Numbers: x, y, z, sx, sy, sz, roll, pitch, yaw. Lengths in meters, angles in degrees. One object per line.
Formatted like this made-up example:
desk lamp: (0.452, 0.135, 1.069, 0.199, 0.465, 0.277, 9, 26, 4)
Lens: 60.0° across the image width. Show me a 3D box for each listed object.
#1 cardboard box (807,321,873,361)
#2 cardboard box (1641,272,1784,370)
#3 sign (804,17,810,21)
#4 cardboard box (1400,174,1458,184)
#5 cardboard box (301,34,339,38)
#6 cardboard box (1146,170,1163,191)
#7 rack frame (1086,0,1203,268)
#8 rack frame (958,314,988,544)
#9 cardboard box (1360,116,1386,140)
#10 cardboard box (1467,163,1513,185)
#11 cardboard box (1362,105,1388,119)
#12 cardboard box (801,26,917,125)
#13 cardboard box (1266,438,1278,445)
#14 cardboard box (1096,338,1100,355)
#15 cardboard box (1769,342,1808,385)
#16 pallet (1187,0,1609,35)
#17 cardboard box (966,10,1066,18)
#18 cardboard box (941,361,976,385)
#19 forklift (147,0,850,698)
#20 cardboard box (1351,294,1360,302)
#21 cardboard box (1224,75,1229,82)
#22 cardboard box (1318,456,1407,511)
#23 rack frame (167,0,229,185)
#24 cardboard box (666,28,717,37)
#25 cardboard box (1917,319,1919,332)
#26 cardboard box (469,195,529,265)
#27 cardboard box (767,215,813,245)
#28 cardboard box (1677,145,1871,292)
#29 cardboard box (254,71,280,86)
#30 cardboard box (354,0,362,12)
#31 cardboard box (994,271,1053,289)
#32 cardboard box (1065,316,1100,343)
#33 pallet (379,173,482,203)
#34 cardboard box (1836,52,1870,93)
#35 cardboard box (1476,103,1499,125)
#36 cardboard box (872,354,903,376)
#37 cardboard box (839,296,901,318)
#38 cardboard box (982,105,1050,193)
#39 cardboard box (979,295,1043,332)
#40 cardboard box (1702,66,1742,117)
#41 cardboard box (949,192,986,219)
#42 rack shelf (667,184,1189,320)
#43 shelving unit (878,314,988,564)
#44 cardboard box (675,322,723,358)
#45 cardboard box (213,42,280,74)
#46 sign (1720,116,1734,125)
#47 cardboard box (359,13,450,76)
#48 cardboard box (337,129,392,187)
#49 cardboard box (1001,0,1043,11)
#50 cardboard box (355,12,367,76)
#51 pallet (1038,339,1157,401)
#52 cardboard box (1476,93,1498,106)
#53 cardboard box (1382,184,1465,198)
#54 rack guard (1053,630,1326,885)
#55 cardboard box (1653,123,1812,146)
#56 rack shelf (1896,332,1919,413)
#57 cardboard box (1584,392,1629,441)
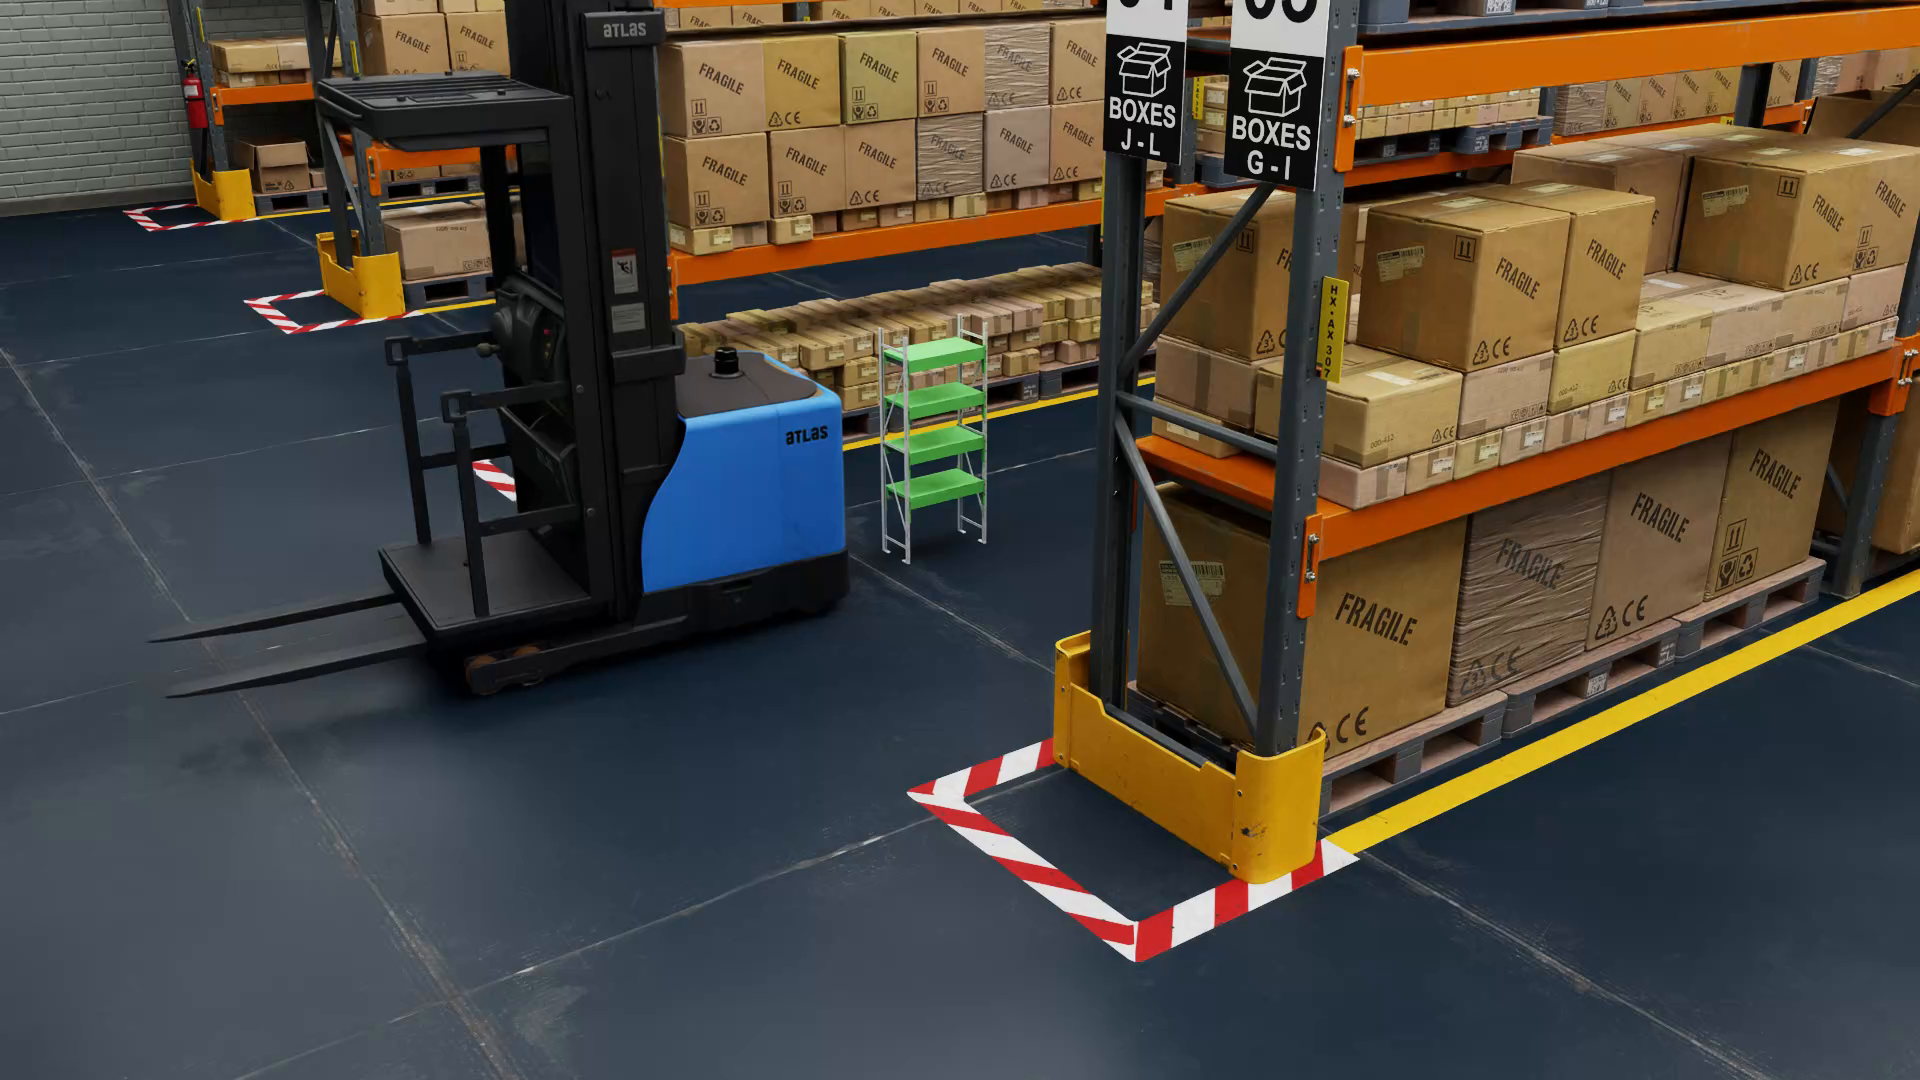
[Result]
cardboard box: (-0.756, -1.251, 10.462, 0.250, 0.149, 0.380, -16, 27, -35)
cardboard box: (3.058, -0.925, 6.968, 0.500, 0.250, 0.500, -14, 26, -32)
sign: (-1.366, -4.508, 14.871, 0.005, 0.325, 0.100, -15, 26, -33)
cardboard box: (3.827, -2.940, 14.011, 0.500, 0.250, 0.500, -16, 27, -35)
cardboard box: (-6.798, -5.327, 18.000, 0.500, 0.250, 0.500, -14, 26, -31)
cardboard box: (1.186, -2.519, 11.501, 0.250, 0.149, 0.380, -15, 26, -33)
rack frame: (1.281, -2.768, 11.786, 0.127, 3.000, 1.000, -15, 26, -33)
rack frame: (0.064, -0.574, 8.717, 0.015, 1.200, 0.240, -15, 26, -33)
cardboard box: (2.927, -3.078, 12.334, 0.250, 0.149, 0.380, -15, 26, -34)
cardboard box: (5.075, -2.889, 14.557, 0.750, 0.750, 1.050, -15, 26, -34)
cardboard box: (2.932, -3.217, 12.282, 0.250, 0.149, 0.380, -15, 26, -34)
cardboard box: (-0.605, -2.786, 9.945, 0.500, 0.500, 0.500, -16, 27, -34)
cardboard box: (1.156, -0.505, 6.452, 0.250, 0.149, 0.380, -15, 26, -32)
cardboard box: (0.902, -1.421, 11.689, 0.250, 0.149, 0.380, -14, 26, -31)
cardboard box: (3.414, -0.806, 7.208, 0.250, 0.149, 0.380, -14, 26, -32)
pallet: (1.445, -1.904, 5.693, 1.213, 0.211, 1.003, -15, 26, -33)
cardboard box: (0.361, -3.276, 11.173, 0.500, 0.500, 0.500, -16, 27, -34)
cardboard box: (-0.106, -1.129, 10.959, 0.250, 0.149, 0.380, -15, 26, -33)
forklift: (-2.067, -0.911, 7.225, 3.031, 2.935, 1.130, -12, 25, -28)
cardboard box: (1.913, -0.861, 6.809, 0.500, 0.250, 0.500, -16, 27, -35)
cardboard box: (1.922, -3.382, 12.295, 0.250, 0.149, 0.380, -16, 27, -35)
cardboard box: (1.330, -0.249, 5.812, 0.250, 0.149, 0.380, -15, 26, -32)
rack frame: (-7.840, -4.862, 17.034, 0.127, 3.000, 1.000, -15, 26, -33)
cardboard box: (-1.739, -2.725, 9.793, 0.500, 0.500, 0.500, -16, 27, -34)
cardboard box: (4.615, -1.325, 8.034, 0.500, 0.500, 0.500, -15, 26, -33)
cardboard box: (-3.723, -2.748, 14.627, 0.875, 0.438, 0.875, -14, 26, -31)
cardboard box: (-1.079, -1.867, 9.866, 0.250, 0.149, 0.380, -16, 27, -34)
cardboard box: (3.470, -1.384, 7.106, 0.500, 0.500, 0.500, -15, 26, -32)
cardboard box: (-7.234, -4.803, 17.225, 0.250, 0.149, 0.380, -14, 26, -32)
cardboard box: (-4.764, -4.320, 13.315, 0.250, 0.149, 0.380, -15, 26, -32)
cardboard box: (0.446, -1.792, 11.817, 0.250, 0.149, 0.380, -15, 26, -34)
cardboard box: (0.792, -1.488, 11.456, 0.250, 0.149, 0.380, -16, 27, -35)
pallet: (-6.143, -4.019, 18.683, 1.213, 0.211, 1.003, -15, 26, -33)
cardboard box: (8.501, -4.779, 16.622, 0.550, 0.550, 0.875, -15, 26, -33)
cardboard box: (3.985, -3.358, 13.037, 0.250, 0.149, 0.380, -14, 26, -32)
cardboard box: (-0.557, -1.178, 10.681, 0.250, 0.149, 0.380, -16, 27, -35)
cardboard box: (-0.599, -1.507, 11.104, 0.250, 0.149, 0.380, -16, 27, -35)
cardboard box: (0.227, -2.544, 10.688, 0.500, 0.500, 0.500, -15, 26, -33)
cardboard box: (0.340, -1.518, 11.130, 0.250, 0.149, 0.380, -16, 27, -35)
cardboard box: (6.687, -4.134, 15.074, 0.500, 0.500, 0.500, -15, 26, -32)
cardboard box: (-0.041, -2.159, 10.599, 0.250, 0.149, 0.380, -14, 26, -32)
rack shelf: (-0.342, -2.001, 10.835, 4.000, 0.370, 1.077, -15, 26, -33)
shelving unit: (-0.134, -0.521, 8.584, 0.503, 1.200, 0.258, -15, 26, -33)
cardboard box: (-1.684, -1.240, 10.435, 0.250, 0.149, 0.380, -15, 26, -32)
cardboard box: (-7.315, -4.948, 17.050, 0.500, 0.250, 0.500, -15, 26, -33)
sign: (3.771, -1.916, 8.196, 0.005, 0.325, 0.100, -15, 26, -33)
cardboard box: (-4.383, -3.899, 13.135, 0.500, 0.500, 0.500, -16, 27, -34)
cardboard box: (-6.572, -4.173, 18.114, 0.500, 0.500, 0.700, -14, 26, -31)
cardboard box: (0.470, -5.202, 16.403, 0.500, 0.500, 0.500, -15, 26, -33)
cardboard box: (-4.686, -4.056, 13.531, 0.500, 0.500, 0.500, -14, 26, -31)
pallet: (0.757, -1.317, 11.912, 1.213, 0.211, 1.003, -15, 26, -33)
cardboard box: (3.965, -3.491, 12.967, 0.250, 0.149, 0.380, -14, 26, -32)
cardboard box: (3.723, -2.677, 13.352, 0.500, 0.250, 0.500, -14, 26, -32)
rack guard: (0.830, 0.778, 6.272, 0.348, 0.500, 1.175, -15, 26, -33)
cardboard box: (3.558, -1.644, 7.759, 0.500, 0.500, 0.500, -15, 26, -33)
rack shelf: (5.720, -1.353, 9.210, 4.000, 0.370, 1.077, -15, 26, -33)
cardboard box: (2.372, -0.528, 6.512, 0.250, 0.149, 0.380, -15, 26, -33)
